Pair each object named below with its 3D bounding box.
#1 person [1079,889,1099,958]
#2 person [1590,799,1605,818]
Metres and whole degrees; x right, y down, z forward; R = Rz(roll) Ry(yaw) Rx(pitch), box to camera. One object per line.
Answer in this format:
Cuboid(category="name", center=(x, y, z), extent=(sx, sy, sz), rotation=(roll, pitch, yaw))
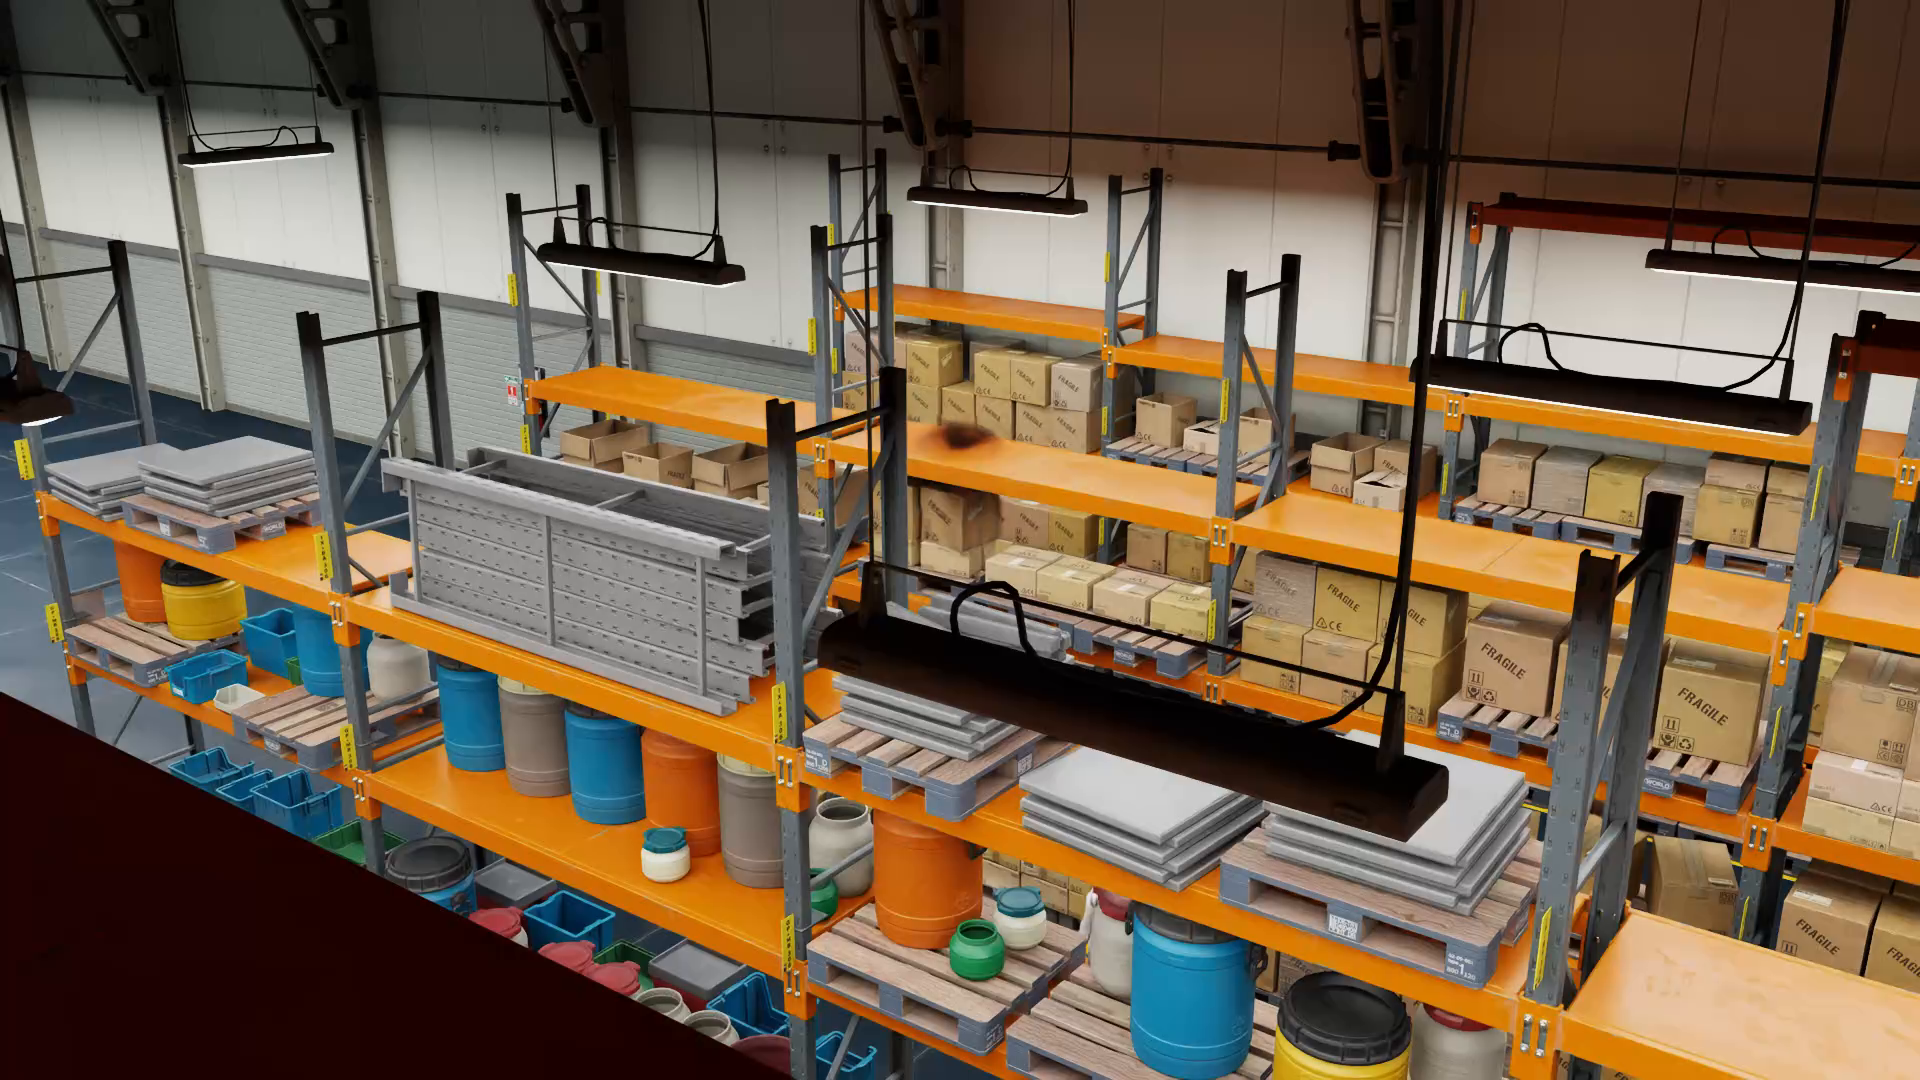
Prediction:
Cuboid(category="person", center=(1.177, 3.202, 12.883), extent=(0.554, 1.694, 0.340), rotation=(8, 20, 21))
Cuboid(category="person", center=(5.362, 2.613, 14.511), extent=(1.113, 1.710, 0.605), rotation=(13, 22, 33))
